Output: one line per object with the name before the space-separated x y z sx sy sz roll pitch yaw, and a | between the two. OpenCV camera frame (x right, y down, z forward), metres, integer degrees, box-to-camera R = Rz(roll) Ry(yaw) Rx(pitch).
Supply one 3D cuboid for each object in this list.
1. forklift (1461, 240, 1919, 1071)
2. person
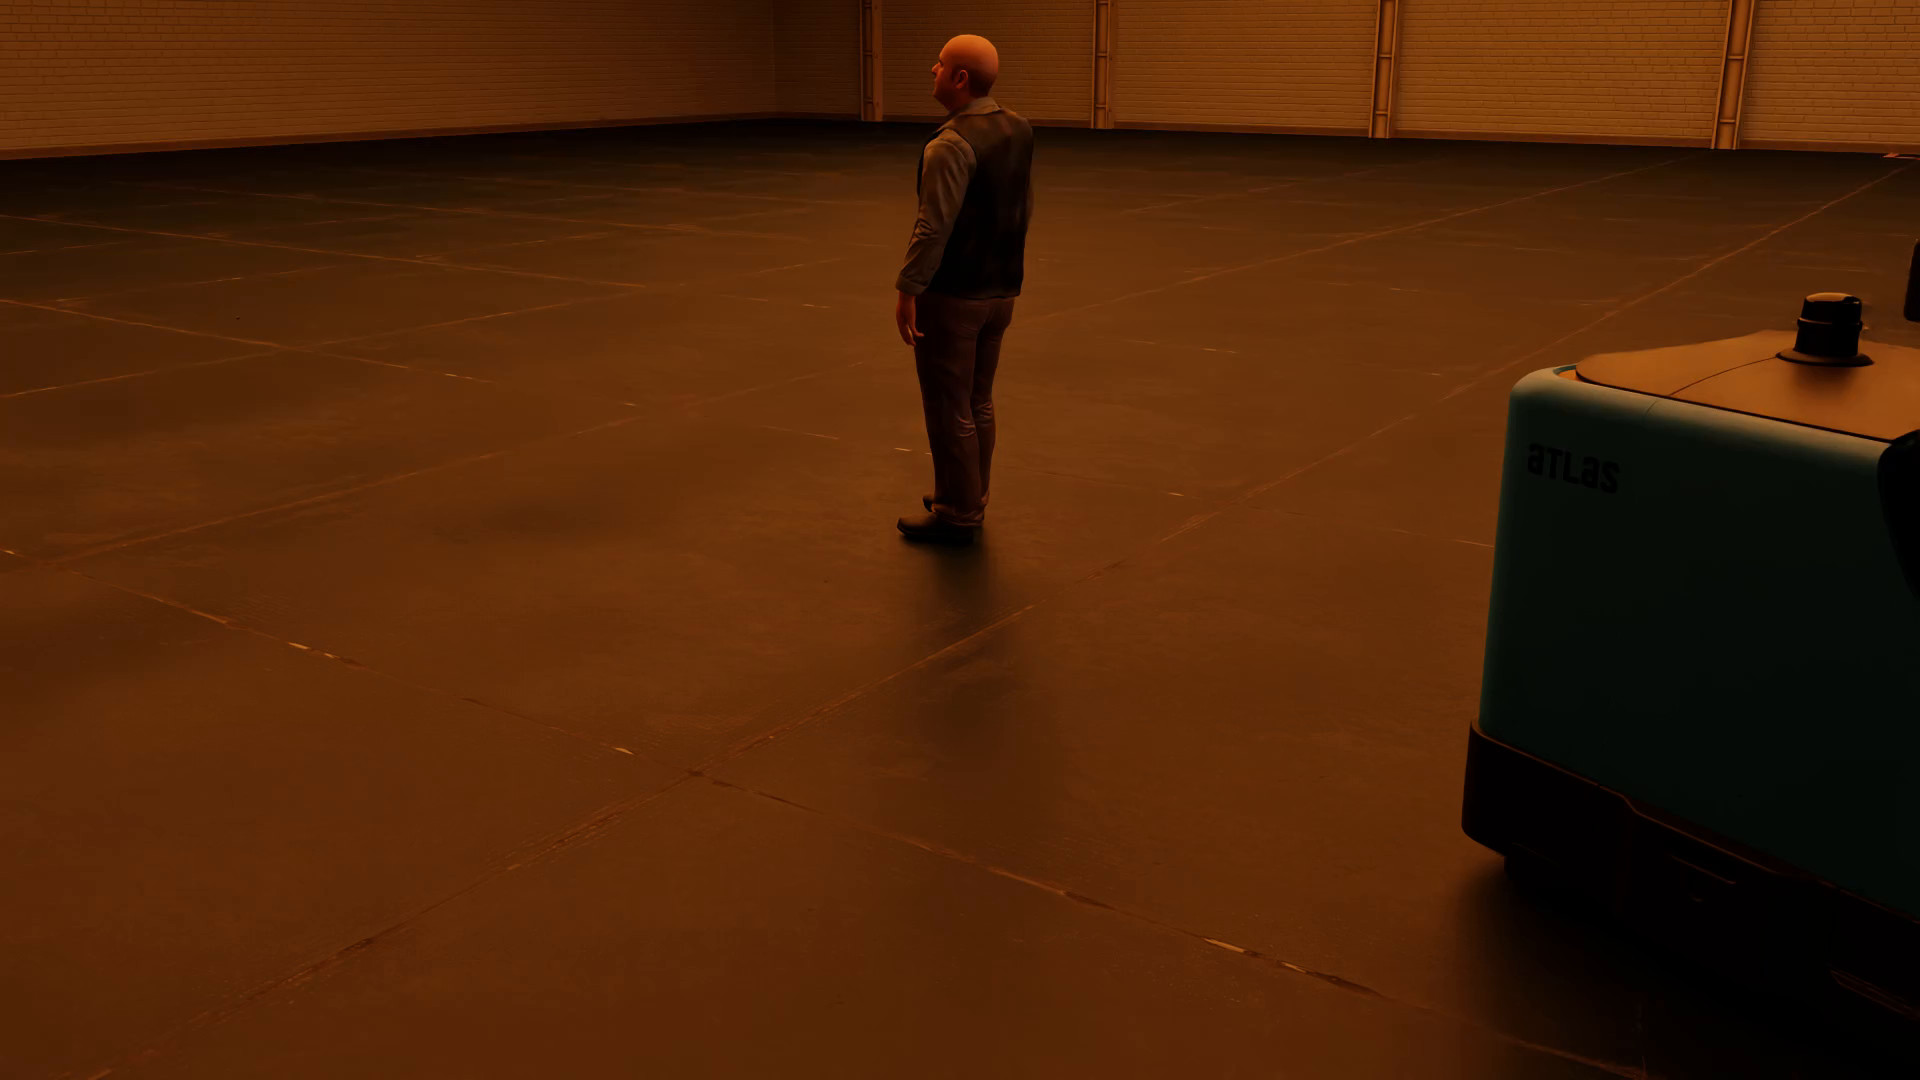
forklift | 2.298 -0.429 2.269 1.130 2.935 3.031 -10 19 -31
person | -0.048 -0.844 5.740 0.566 1.722 0.633 11 20 33
